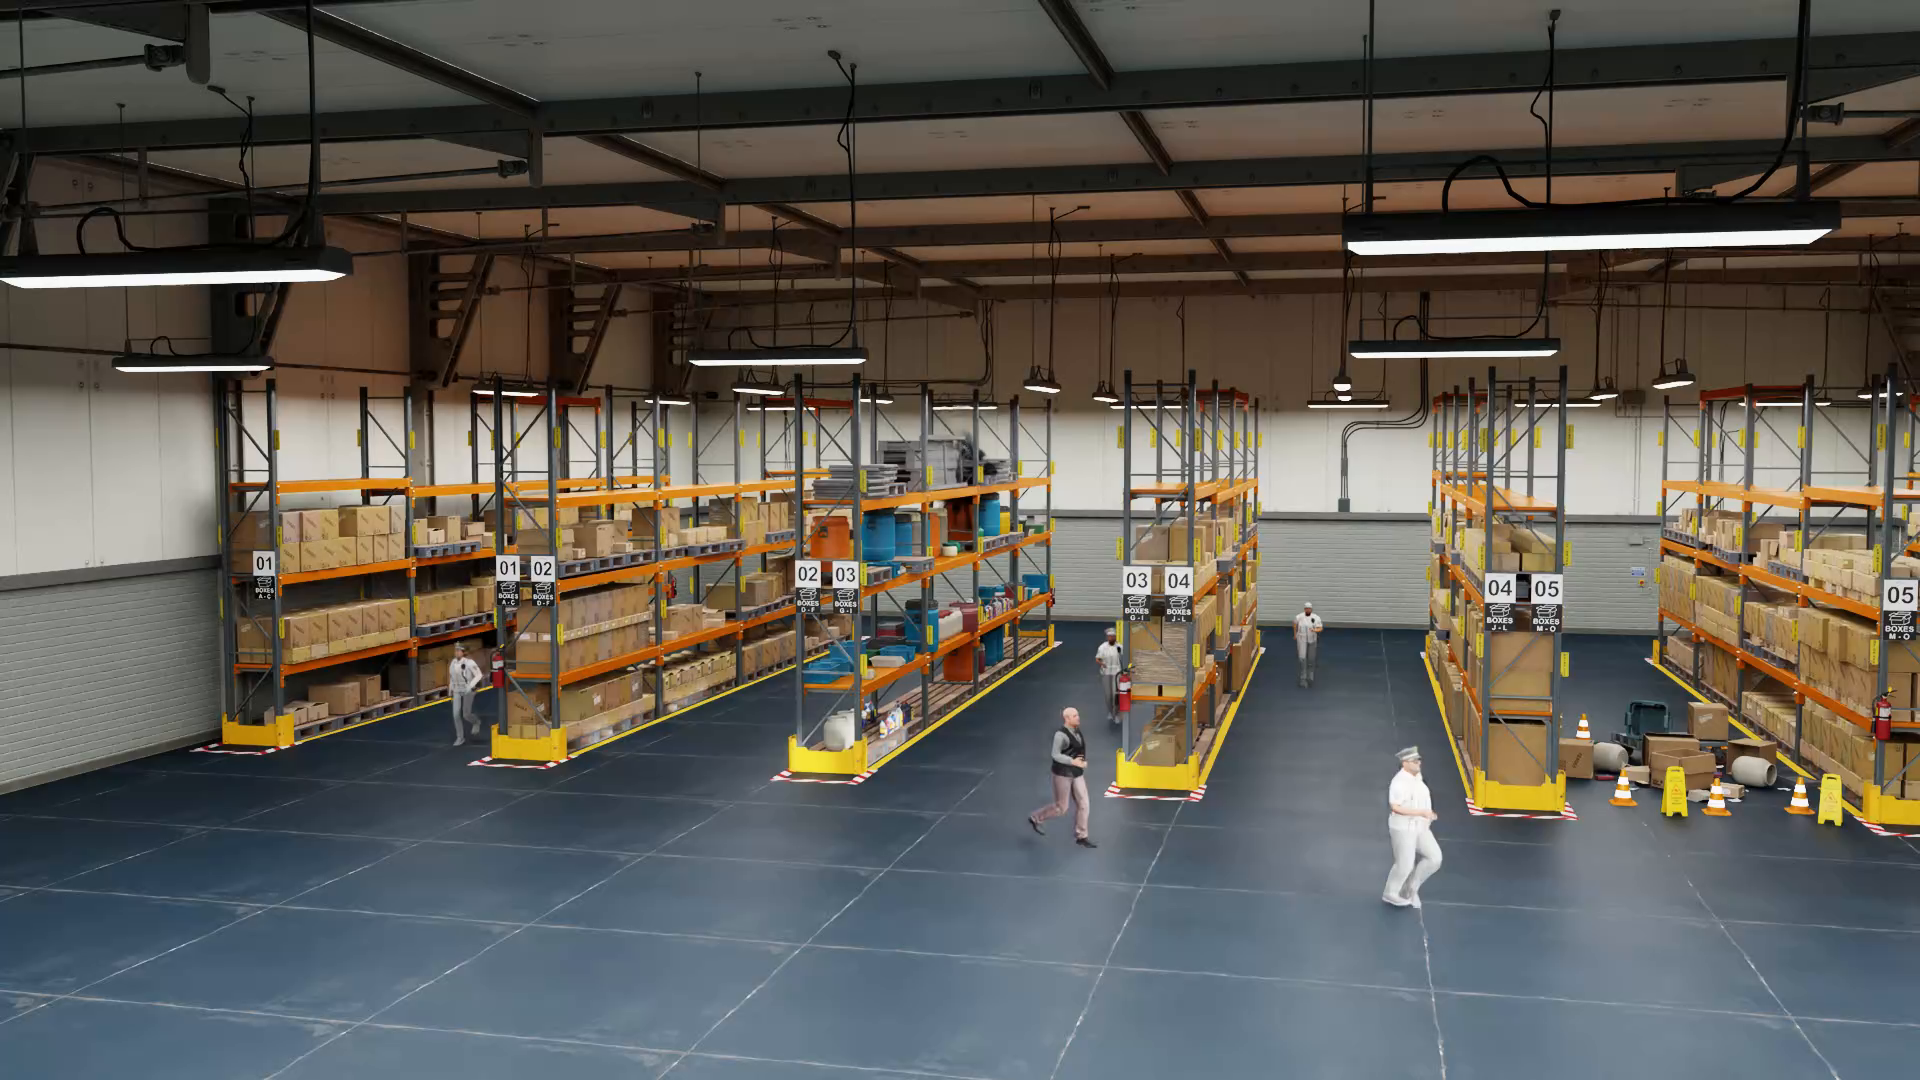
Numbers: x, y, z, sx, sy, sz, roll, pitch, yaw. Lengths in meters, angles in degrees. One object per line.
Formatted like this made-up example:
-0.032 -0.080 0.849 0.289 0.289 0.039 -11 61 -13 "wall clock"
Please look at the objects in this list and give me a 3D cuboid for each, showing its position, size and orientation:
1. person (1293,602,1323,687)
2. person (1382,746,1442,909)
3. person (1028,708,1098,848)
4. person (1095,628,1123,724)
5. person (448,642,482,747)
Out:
7.129 2.117 34.089 0.580 1.711 0.855 1 3 10 "person"
4.822 3.069 17.672 0.639 1.785 0.691 -3 5 -42 "person"
1.287 2.911 20.547 0.927 1.712 0.646 3 4 36 "person"
2.681 2.407 29.453 0.572 1.725 0.697 1 3 10 "person"
-8.147 2.530 27.483 0.628 1.716 0.703 1 4 17 "person"
